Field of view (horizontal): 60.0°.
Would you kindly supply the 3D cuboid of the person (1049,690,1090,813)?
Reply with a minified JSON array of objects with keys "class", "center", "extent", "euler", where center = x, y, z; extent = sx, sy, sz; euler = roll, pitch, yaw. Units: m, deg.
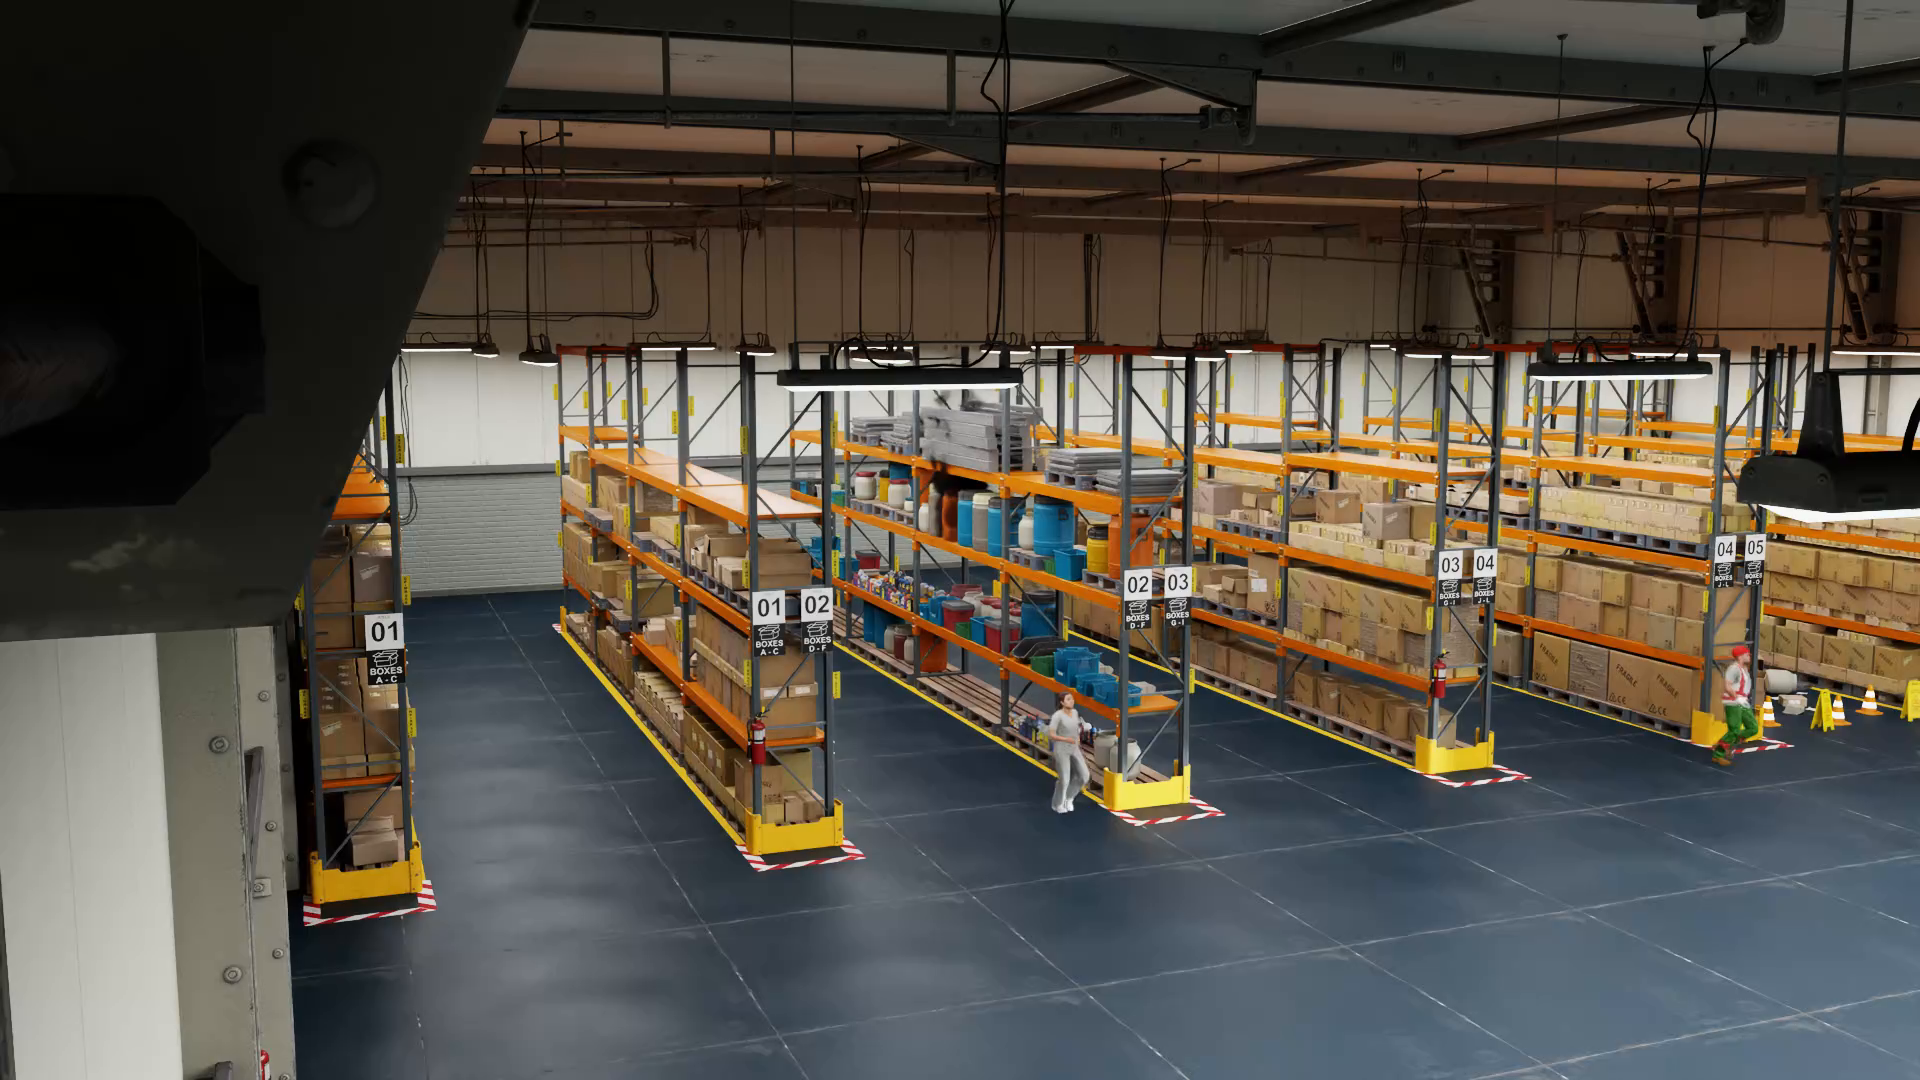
[{"class":"person","center":[1.422,2.768,21.623],"extent":[0.571,1.639,0.570],"euler":[-5,9,-35]}]

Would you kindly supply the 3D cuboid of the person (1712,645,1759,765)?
[{"class":"person","center":[11.375,2.402,24.240],"extent":[0.719,1.713,0.534],"euler":[-7,10,-43]}]
